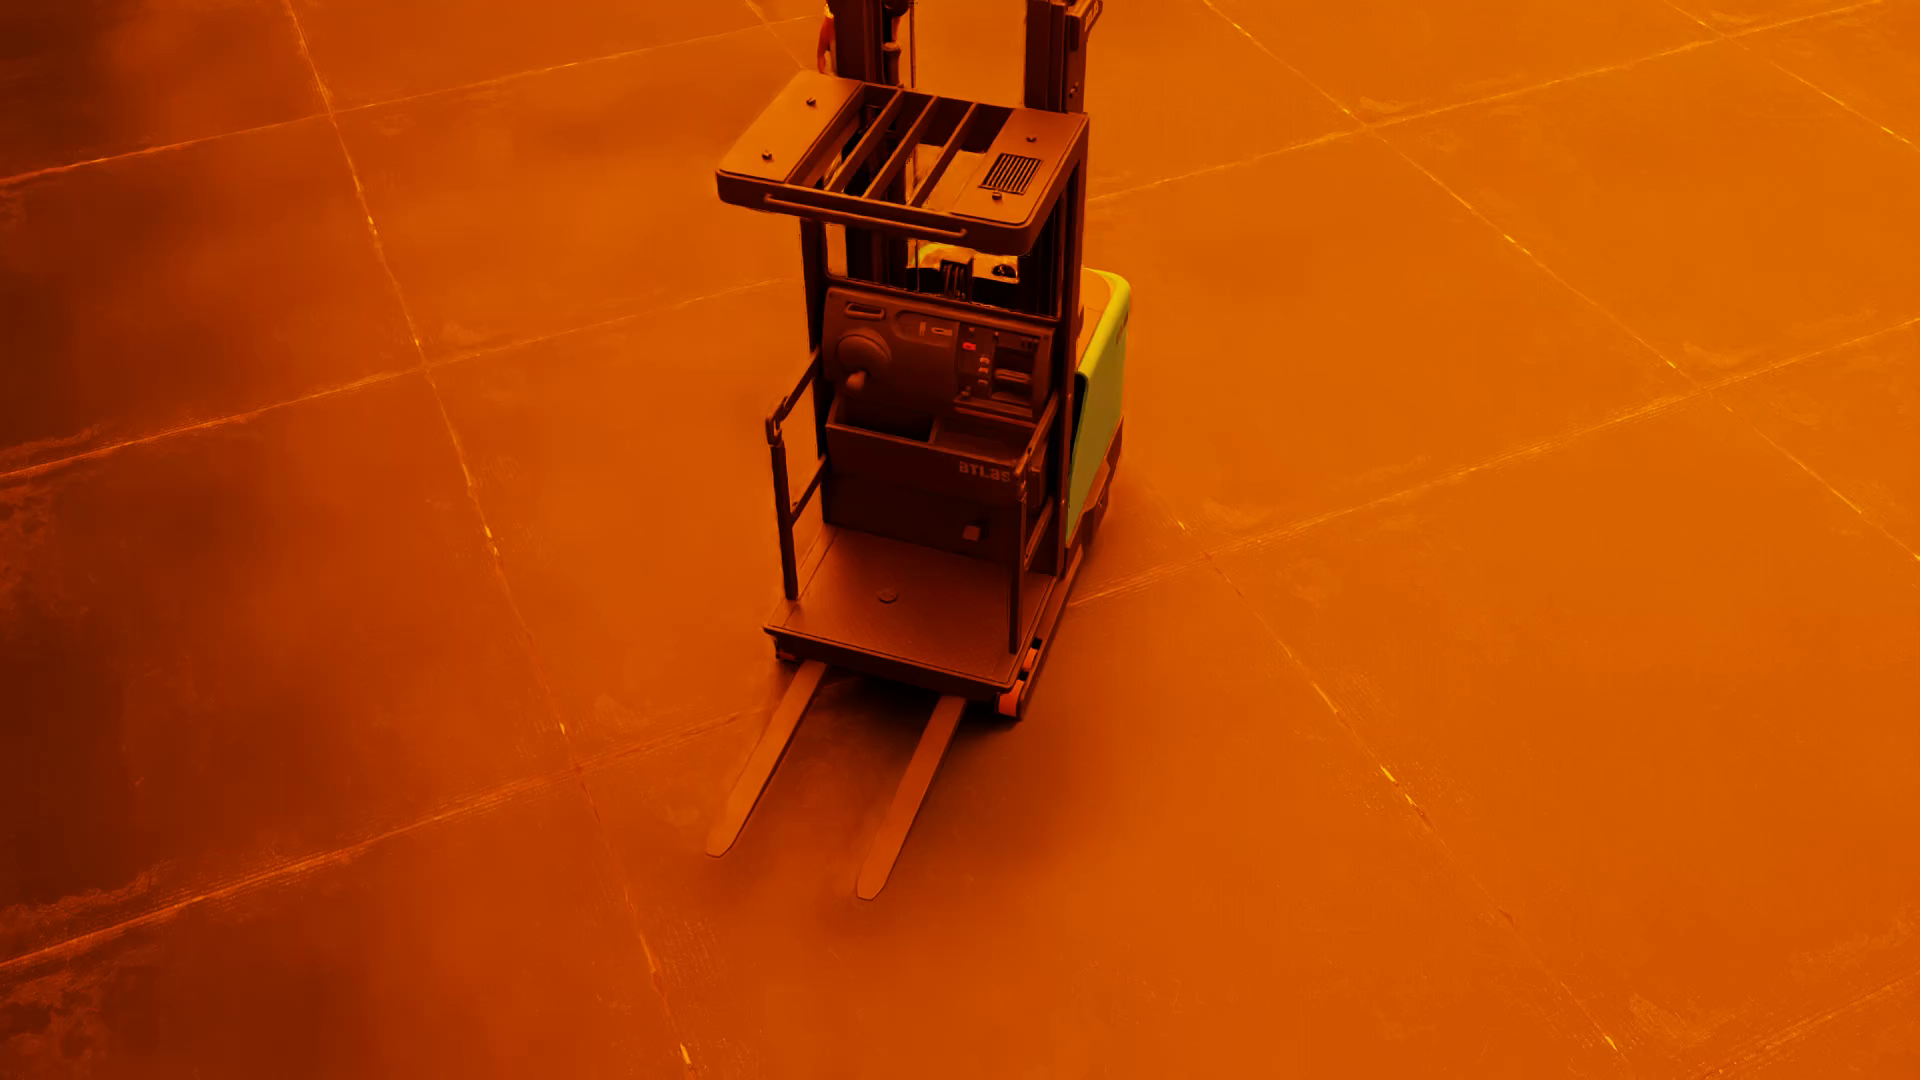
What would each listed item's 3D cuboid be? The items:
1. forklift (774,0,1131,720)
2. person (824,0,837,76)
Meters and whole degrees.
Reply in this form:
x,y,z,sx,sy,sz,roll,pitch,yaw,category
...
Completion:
x,y,z,sx,sy,sz,roll,pitch,yaw,category
-0.161,-0.639,6.365,1.130,2.935,3.031,13,45,13,forklift
-0.570,-2.889,9.623,0.510,1.628,0.394,-23,48,-22,person
